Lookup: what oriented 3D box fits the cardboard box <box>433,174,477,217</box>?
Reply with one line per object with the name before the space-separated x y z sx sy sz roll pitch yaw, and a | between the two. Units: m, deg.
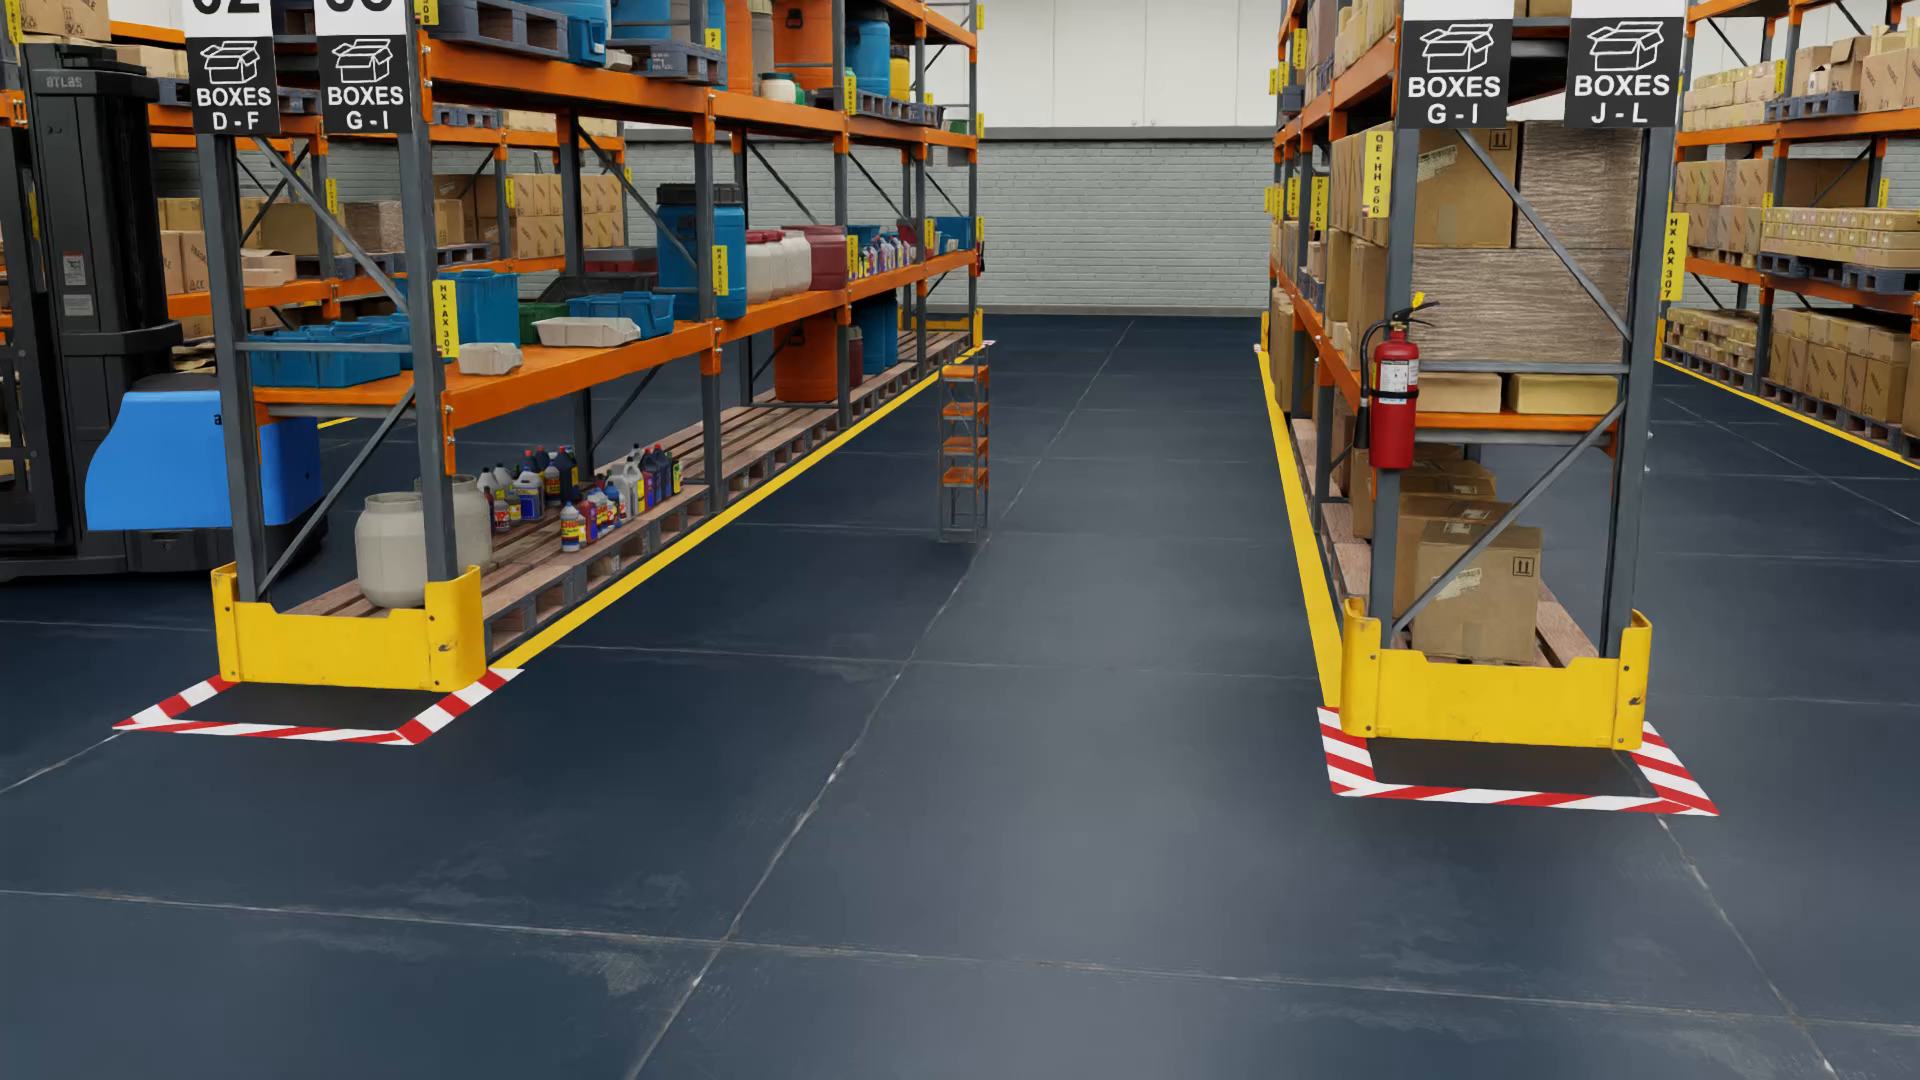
cardboard box | -5.963 -4.138 19.965 0.500 0.500 0.500 2 12 9

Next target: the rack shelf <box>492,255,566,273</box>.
rack shelf | -5.477 -3.552 21.561 1.077 0.370 4.000 2 12 9

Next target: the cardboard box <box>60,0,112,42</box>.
cardboard box | -6.817 -4.033 12.546 0.500 0.500 0.500 3 13 14

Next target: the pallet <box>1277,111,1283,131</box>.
pallet | 4.514 -5.266 20.899 1.003 0.211 1.213 2 12 9

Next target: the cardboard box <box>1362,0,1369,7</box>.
cardboard box | 2.255 -2.757 8.458 0.380 0.149 0.250 2 12 8

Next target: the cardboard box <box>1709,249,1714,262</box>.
cardboard box | 8.940 -3.310 19.329 0.380 0.149 0.250 2 12 11

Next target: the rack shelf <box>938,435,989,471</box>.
rack shelf | 0.025 -0.555 10.541 0.258 0.148 0.480 2 12 9

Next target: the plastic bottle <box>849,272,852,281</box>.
plastic bottle | -1.061 -2.519 15.534 0.097 0.201 0.097 0 12 0

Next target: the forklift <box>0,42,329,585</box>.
forklift | -5.377 -1.275 9.452 3.031 2.935 1.130 -2 12 -8

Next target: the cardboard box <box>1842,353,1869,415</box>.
cardboard box | 8.200 -1.388 14.748 0.500 0.500 0.500 2 12 11

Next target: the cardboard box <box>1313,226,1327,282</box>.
cardboard box | 2.948 -2.120 11.966 0.797 0.503 0.637 3 13 14

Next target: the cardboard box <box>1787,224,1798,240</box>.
cardboard box | 8.257 -2.982 16.105 0.380 0.149 0.250 1 12 6

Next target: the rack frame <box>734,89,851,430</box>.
rack frame | -1.506 -2.493 14.941 1.000 3.000 0.127 2 12 9

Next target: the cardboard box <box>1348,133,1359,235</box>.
cardboard box | 2.233 -1.785 8.339 0.500 0.500 0.500 2 12 9

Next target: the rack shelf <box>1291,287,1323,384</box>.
rack shelf | 3.080 -1.565 12.341 1.077 0.370 4.000 2 12 9

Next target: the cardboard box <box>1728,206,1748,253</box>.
cardboard box | 8.764 -3.396 18.186 0.500 0.500 0.500 2 12 7

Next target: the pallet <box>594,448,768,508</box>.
pallet | -2.039 -0.462 12.136 1.003 0.211 1.213 2 12 9

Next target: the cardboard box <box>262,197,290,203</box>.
cardboard box | -10.134 -4.519 23.633 0.980 0.700 0.700 2 12 11

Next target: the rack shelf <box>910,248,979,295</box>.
rack shelf | -0.584 -3.390 20.813 1.077 0.370 4.000 2 12 9

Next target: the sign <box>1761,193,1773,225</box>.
sign | 8.351 -3.423 17.200 0.100 0.325 0.005 2 12 9

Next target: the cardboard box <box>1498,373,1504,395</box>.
cardboard box | 2.547 -0.699 7.213 0.380 0.149 0.250 2 12 9

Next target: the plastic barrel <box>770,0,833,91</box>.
plastic barrel | -1.416 -4.493 15.084 0.600 0.830 0.708 2 12 9

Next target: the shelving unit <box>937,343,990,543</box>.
shelving unit | 0.025 -0.621 10.527 0.258 1.200 0.503 2 12 9

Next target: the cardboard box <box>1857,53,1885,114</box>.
cardboard box | 8.255 -4.002 14.584 0.500 0.500 0.500 2 12 9

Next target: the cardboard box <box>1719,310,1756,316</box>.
cardboard box | 9.577 -2.750 20.491 0.380 0.149 0.250 2 12 10

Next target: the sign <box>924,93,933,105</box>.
sign | -0.348 -4.778 18.404 0.100 0.325 0.005 2 12 9

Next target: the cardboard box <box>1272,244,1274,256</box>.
cardboard box | 4.081 -3.598 20.664 0.380 0.149 0.250 2 12 8

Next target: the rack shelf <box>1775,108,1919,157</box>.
rack shelf | 8.581 -3.682 15.045 1.077 0.370 4.000 2 12 9

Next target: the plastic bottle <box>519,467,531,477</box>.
plastic bottle | -2.670 -0.316 10.271 0.097 0.271 0.097 0 12 0

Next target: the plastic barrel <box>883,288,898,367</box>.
plastic barrel | -0.992 -2.393 18.459 0.600 0.901 0.708 2 12 9

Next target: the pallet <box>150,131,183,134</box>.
pallet | -10.354 -5.493 21.952 1.003 0.211 1.213 2 12 9

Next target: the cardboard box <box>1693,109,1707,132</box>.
cardboard box | 9.097 -5.014 19.877 0.500 0.250 0.500 2 12 10

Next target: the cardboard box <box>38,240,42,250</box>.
cardboard box | -10.657 -3.536 18.789 0.500 0.500 0.500 2 12 9

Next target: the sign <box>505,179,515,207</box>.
sign | -5.236 -4.036 19.351 0.100 0.325 0.005 2 12 9

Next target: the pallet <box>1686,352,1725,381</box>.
pallet | 9.142 -2.016 19.347 1.003 0.211 1.213 2 12 9

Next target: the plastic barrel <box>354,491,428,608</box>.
plastic barrel | -2.711 0.044 8.079 0.421 0.512 0.421 0 12 0

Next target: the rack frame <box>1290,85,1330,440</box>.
rack frame | 3.388 -2.333 14.197 1.000 3.000 0.127 2 12 9

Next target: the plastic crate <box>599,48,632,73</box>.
plastic crate | -1.969 -2.651 9.178 0.243 0.136 0.396 2 12 9

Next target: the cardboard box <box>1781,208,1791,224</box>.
cardboard box | 8.294 -3.178 16.308 0.380 0.149 0.250 2 12 9

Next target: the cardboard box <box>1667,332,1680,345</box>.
cardboard box | 9.107 -2.529 20.879 0.380 0.149 0.250 2 12 10

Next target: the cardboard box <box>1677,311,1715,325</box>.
cardboard box | 8.998 -2.711 20.311 0.380 0.149 0.250 2 12 8

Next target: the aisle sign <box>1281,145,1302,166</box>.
aisle sign | 4.333 -5.293 21.765 0.394 0.787 0.004 2 12 9

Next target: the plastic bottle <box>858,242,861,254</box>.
plastic bottle | -1.050 -2.847 16.702 0.144 0.351 0.185 2 12 9

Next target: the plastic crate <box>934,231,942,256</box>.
plastic crate | -0.474 -3.609 20.259 0.437 0.282 0.530 2 12 9

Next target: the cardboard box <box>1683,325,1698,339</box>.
cardboard box | 8.974 -2.514 20.101 0.380 0.149 0.250 2 12 10

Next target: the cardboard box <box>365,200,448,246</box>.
cardboard box | -6.122 -3.505 18.401 0.700 0.500 0.500 4 13 18

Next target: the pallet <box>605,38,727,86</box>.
pallet | -2.136 -2.881 10.070 1.213 0.211 1.003 2 12 9

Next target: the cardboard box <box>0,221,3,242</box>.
cardboard box | -6.846 -2.124 11.452 0.380 0.149 0.250 2 12 9

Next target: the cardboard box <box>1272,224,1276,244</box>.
cardboard box | 4.123 -3.766 20.498 0.500 0.250 0.500 1 12 7

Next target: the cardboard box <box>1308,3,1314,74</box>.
cardboard box | 2.980 -3.897 12.913 0.500 0.500 0.500 2 12 9

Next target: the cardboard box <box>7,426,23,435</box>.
cardboard box | -6.709 -0.759 12.424 0.500 0.250 0.500 2 12 7

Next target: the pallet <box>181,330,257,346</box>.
pallet | -10.301 -2.694 22.493 1.003 0.211 1.213 2 12 9

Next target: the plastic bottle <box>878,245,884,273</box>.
plastic bottle | -0.813 -2.869 16.964 0.061 0.283 0.133 2 12 9

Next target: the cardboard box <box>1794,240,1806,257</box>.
cardboard box | 8.216 -2.784 15.890 0.380 0.149 0.250 1 12 6

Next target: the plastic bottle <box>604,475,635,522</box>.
plastic bottle | -2.044 -0.260 9.999 0.152 0.276 0.135 2 12 10

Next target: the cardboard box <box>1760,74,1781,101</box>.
cardboard box | 8.708 -4.725 17.348 0.500 0.250 0.500 1 12 6

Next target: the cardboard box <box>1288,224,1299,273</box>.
cardboard box | 3.457 -2.810 16.174 0.500 0.500 0.500 2 12 10
